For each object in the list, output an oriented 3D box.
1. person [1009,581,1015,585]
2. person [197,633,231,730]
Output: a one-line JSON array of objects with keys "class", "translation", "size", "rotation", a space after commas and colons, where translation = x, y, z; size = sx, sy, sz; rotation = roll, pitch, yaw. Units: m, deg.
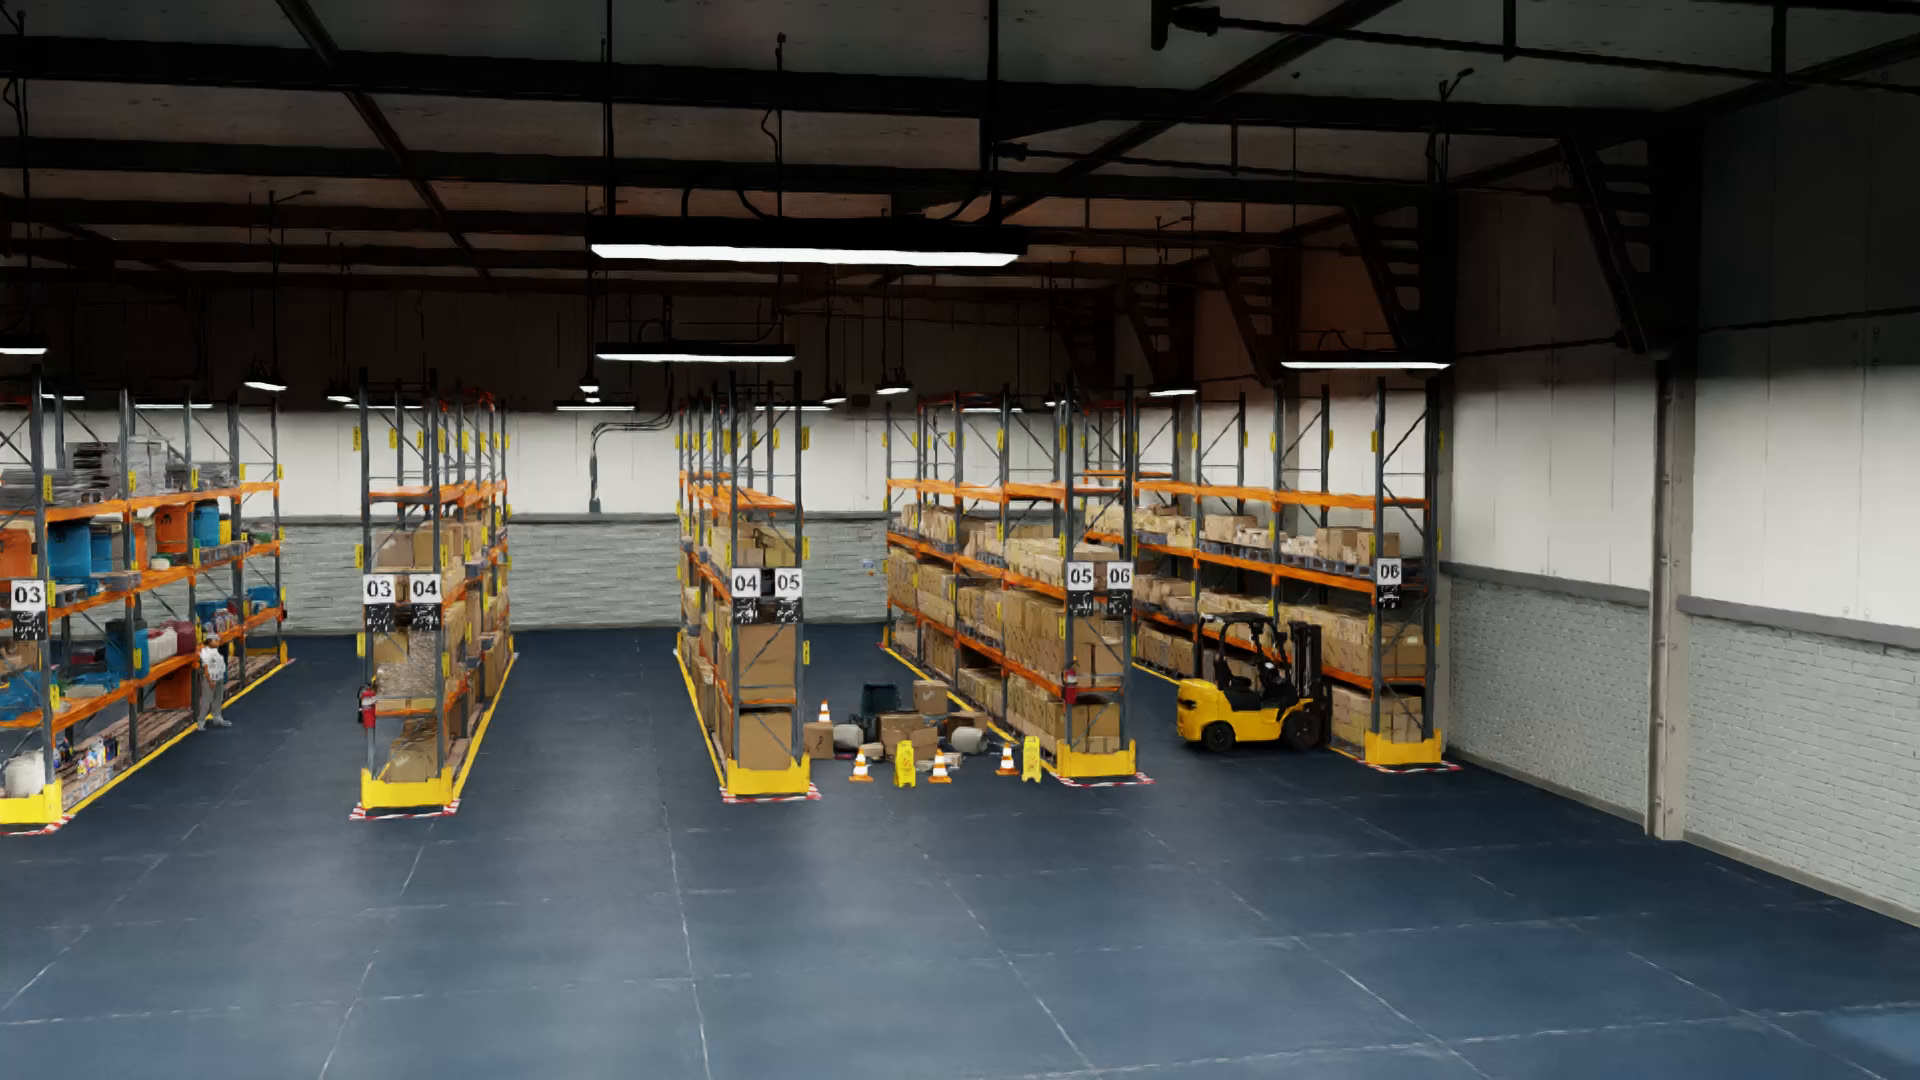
[{"class": "person", "translation": [1.139, 1.821, 38.230], "size": [0.570, 1.786, 0.653], "rotation": [1, 4, 15]}, {"class": "person", "translation": [-13.023, 2.439, 28.926], "size": [0.406, 1.661, 0.666], "rotation": [0, 3, 5]}]
